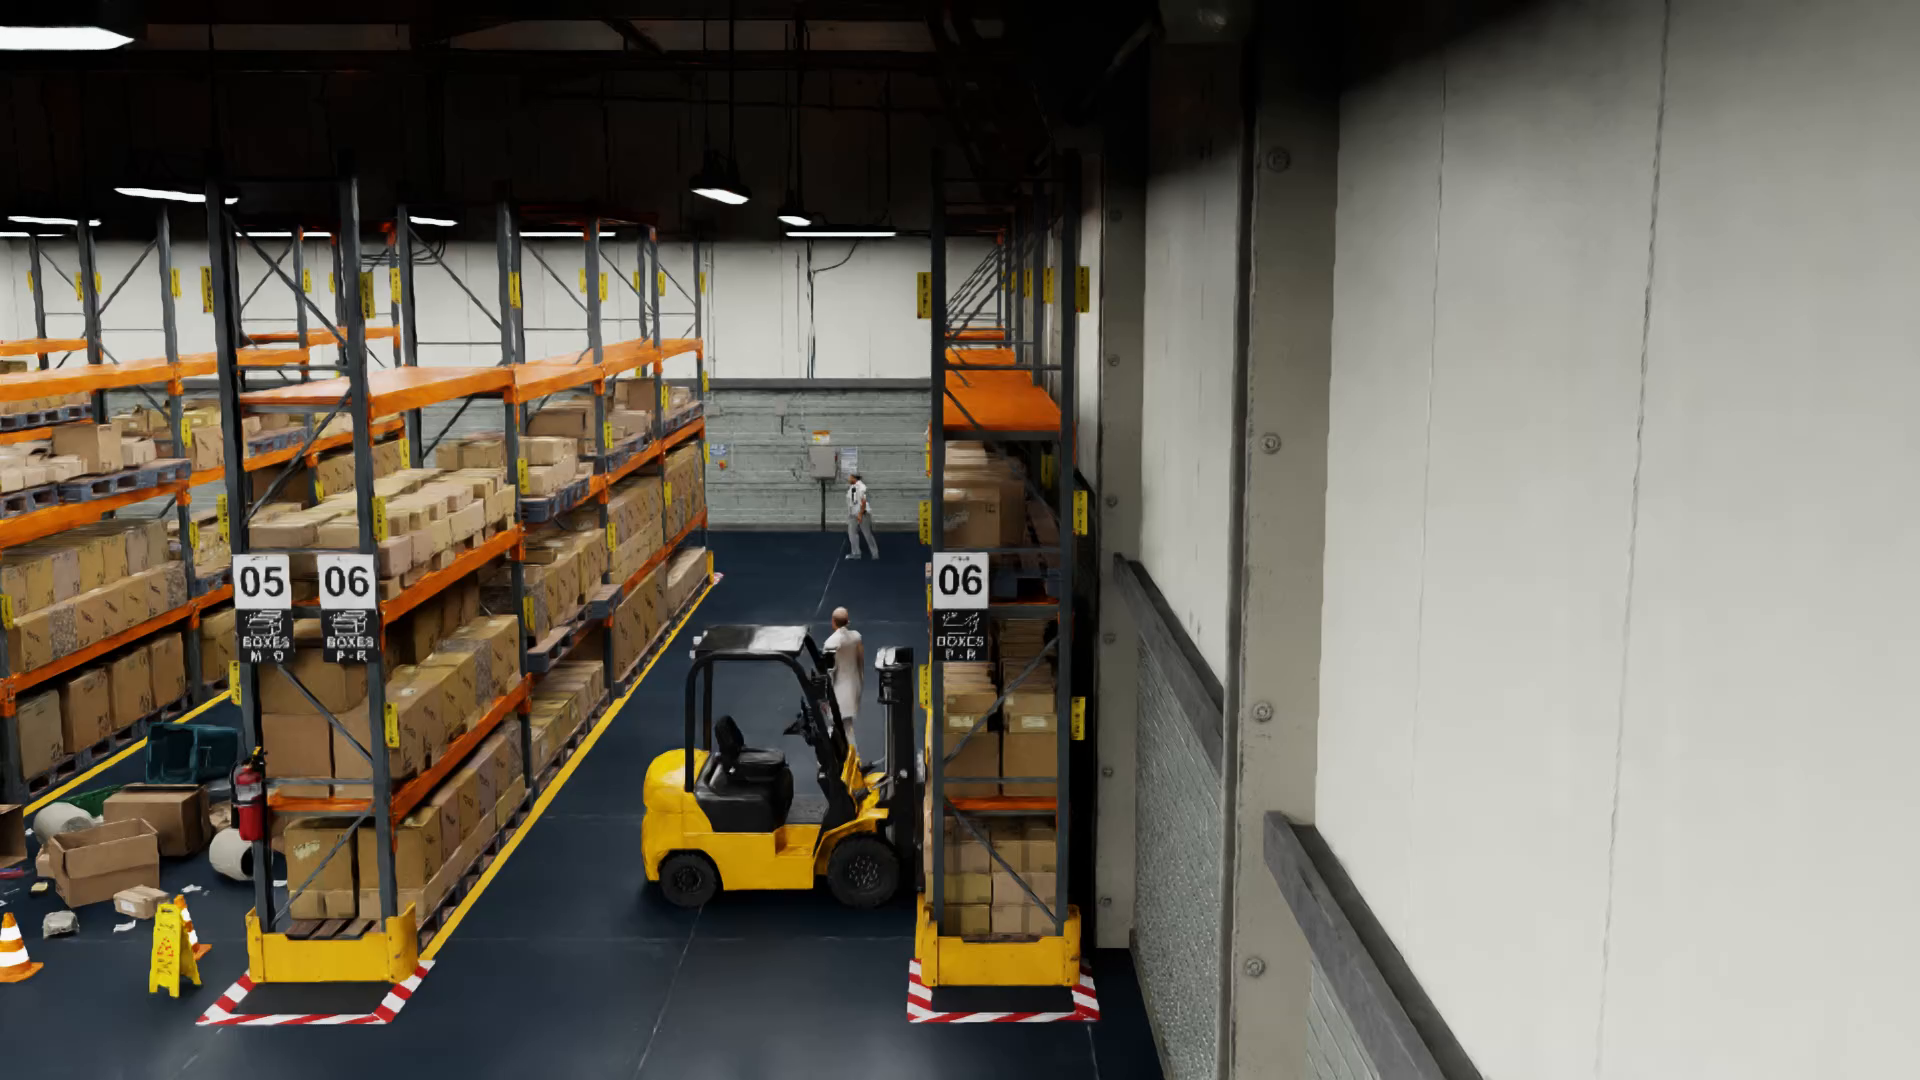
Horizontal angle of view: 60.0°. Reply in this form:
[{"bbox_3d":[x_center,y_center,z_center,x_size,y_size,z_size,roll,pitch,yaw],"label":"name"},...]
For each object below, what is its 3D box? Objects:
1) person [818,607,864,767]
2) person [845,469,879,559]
[{"bbox_3d":[-1.242,1.556,17.075,0.647,1.773,0.692,4,10,24],"label":"person"},{"bbox_3d":[-1.785,-0.480,30.273,0.598,1.647,0.537,-6,11,-33],"label":"person"}]
